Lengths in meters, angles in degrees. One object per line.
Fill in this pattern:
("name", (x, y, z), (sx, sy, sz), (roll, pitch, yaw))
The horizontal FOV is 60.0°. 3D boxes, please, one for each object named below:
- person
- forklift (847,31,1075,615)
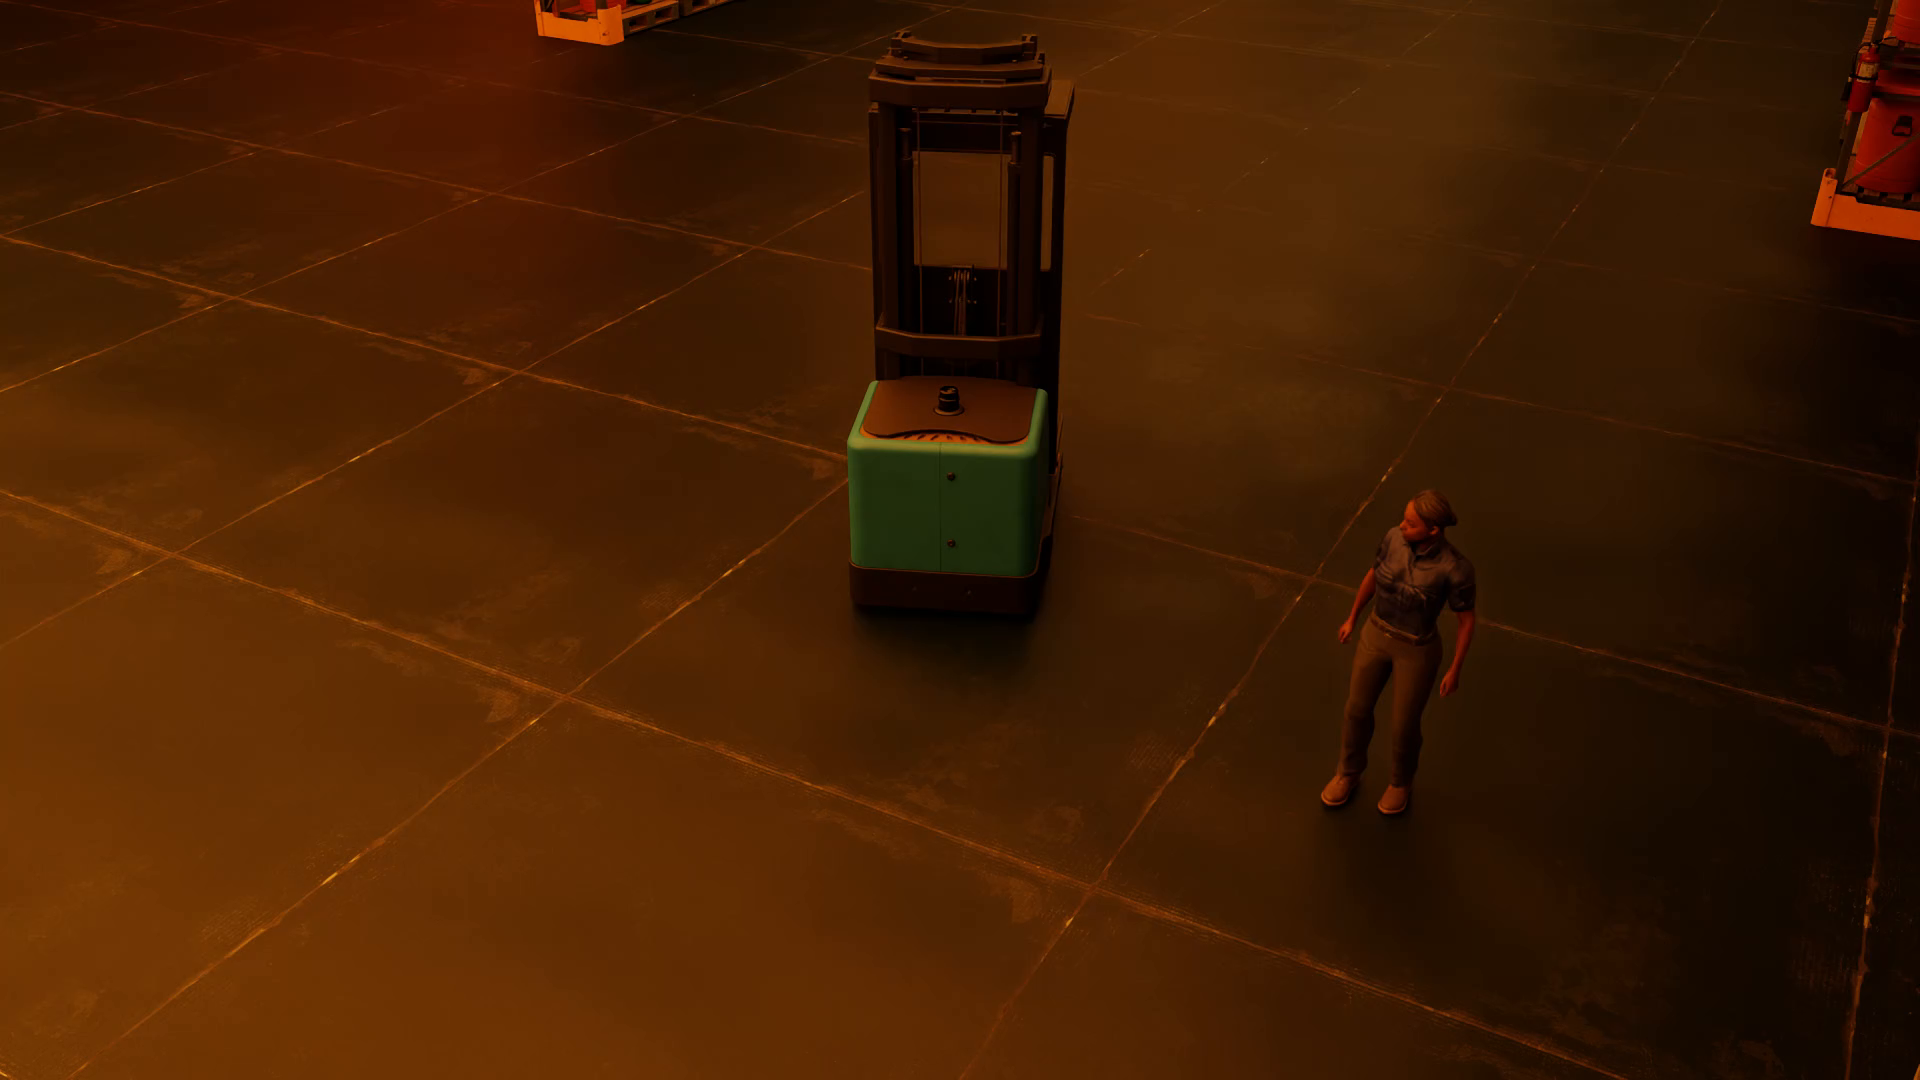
("person", (1.953, 0.505, 7.476), (0.607, 1.655, 0.412), (23, 37, 35))
("forklift", (0.072, -1.572, 9.794), (1.130, 2.935, 3.031), (3, 30, 6))
